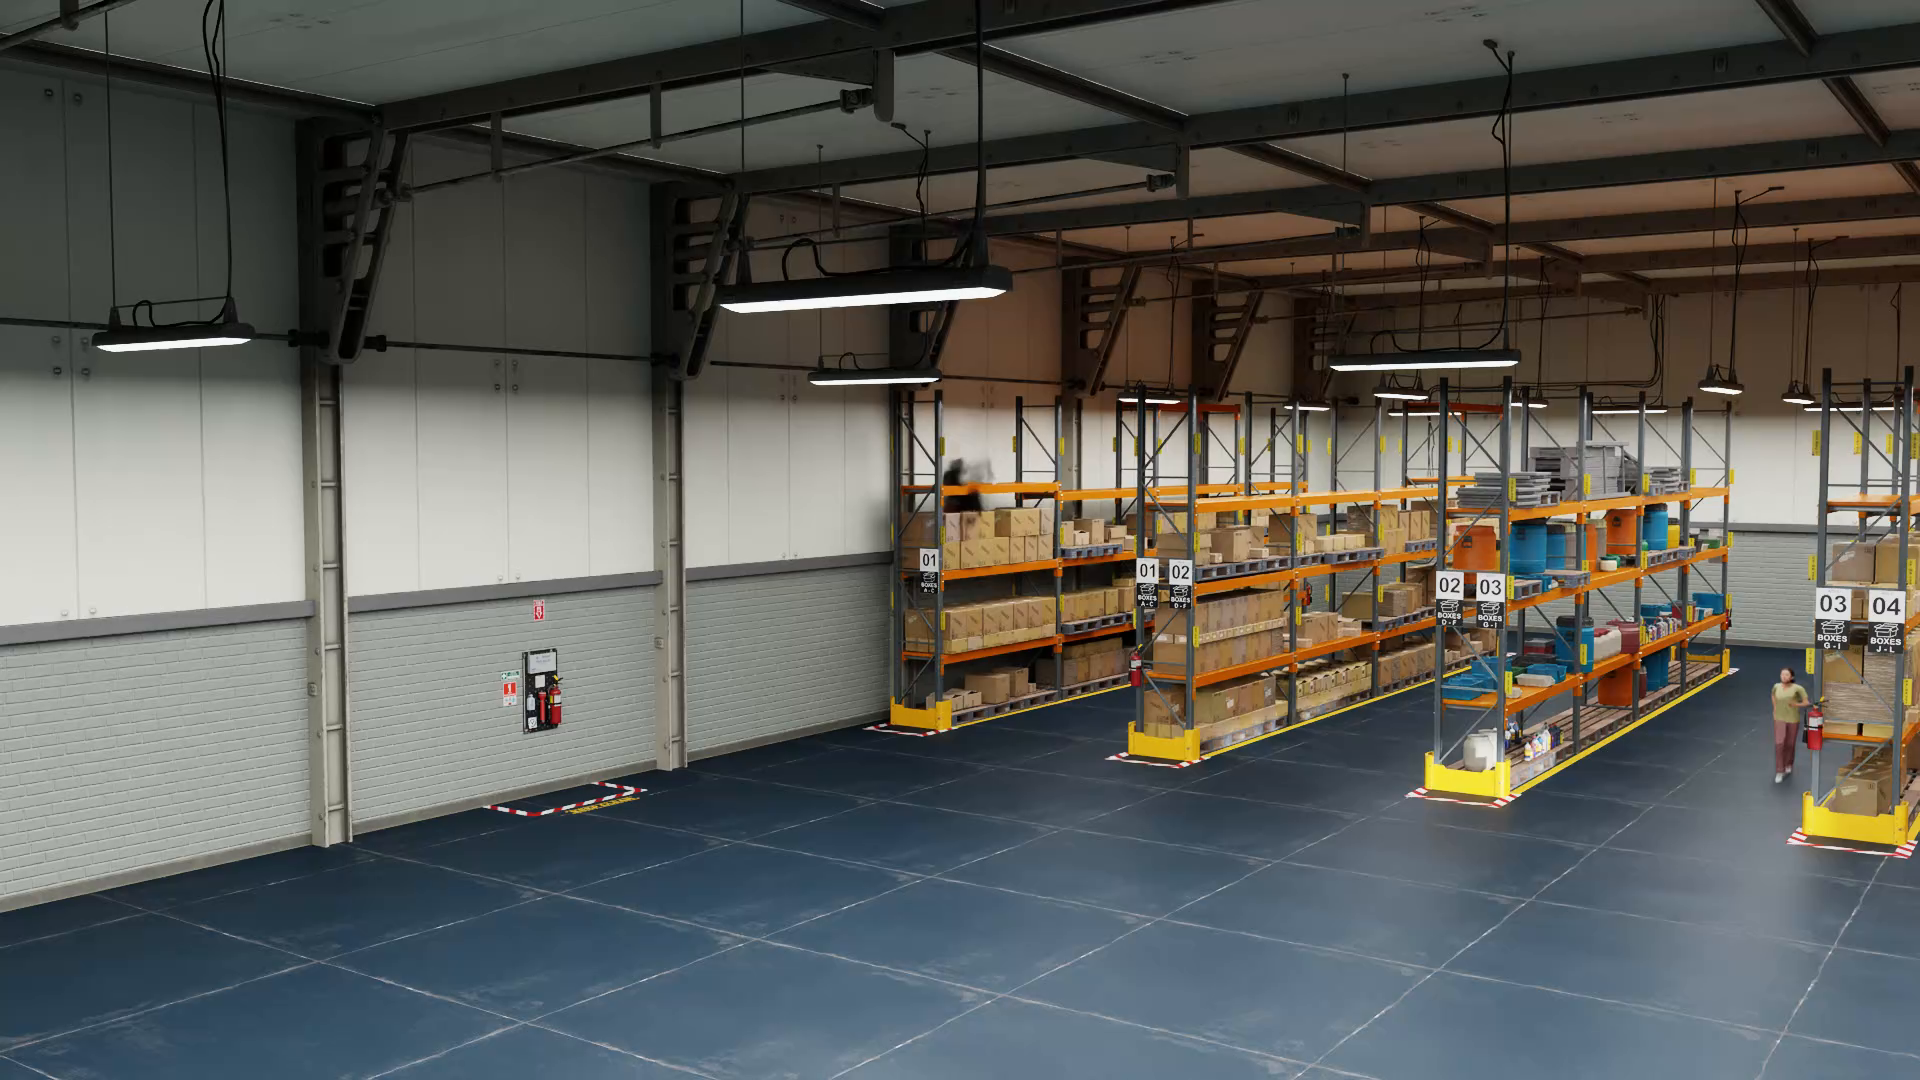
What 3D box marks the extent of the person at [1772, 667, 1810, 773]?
[{"bbox_3d":[12.491,2.693,25.038,0.555,1.577,0.748,2,4,34],"label":"person"}]
